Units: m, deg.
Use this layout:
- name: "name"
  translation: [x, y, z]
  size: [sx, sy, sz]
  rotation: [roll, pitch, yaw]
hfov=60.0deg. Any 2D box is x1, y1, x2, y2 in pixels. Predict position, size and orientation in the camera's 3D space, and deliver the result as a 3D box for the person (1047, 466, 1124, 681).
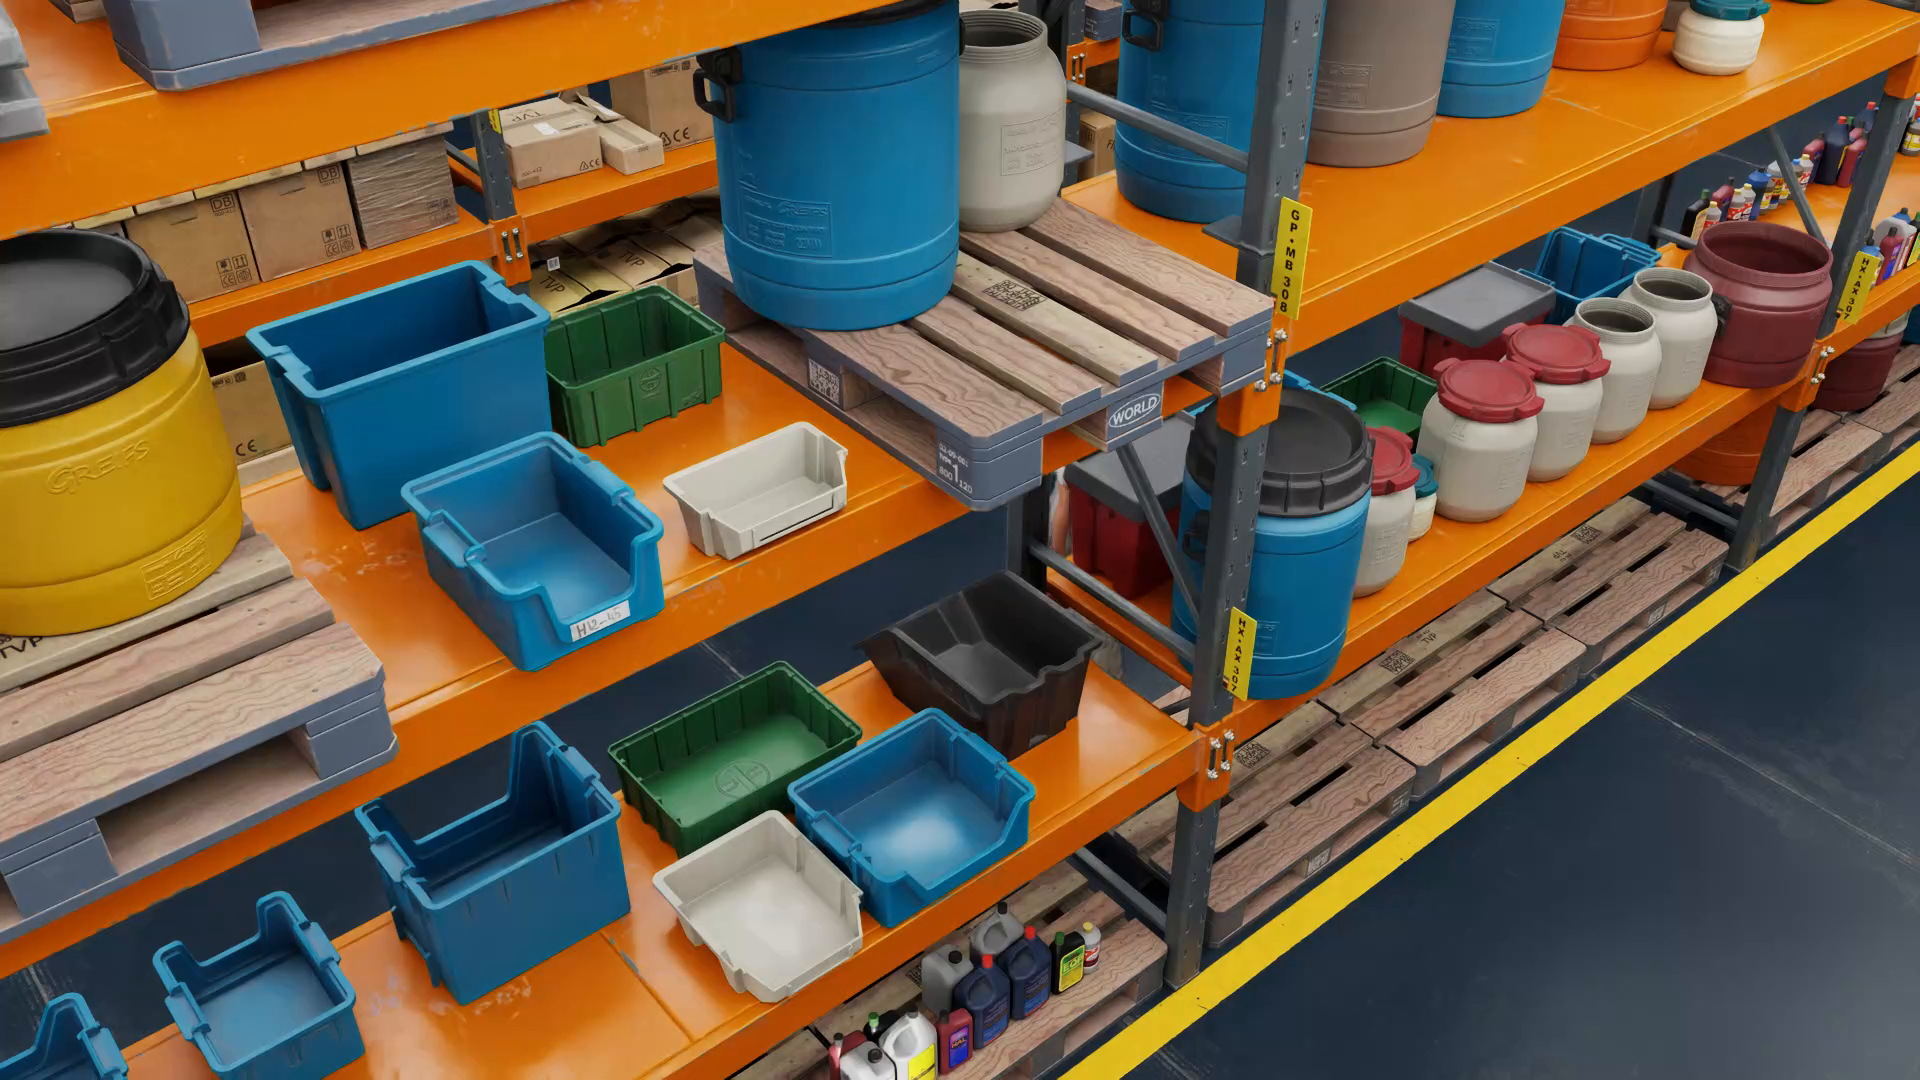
- name: "person"
  translation: [0.534, -0.038, 7.160]
  size: [0.557, 1.727, 0.489]
  rotation: [3, 36, 4]
